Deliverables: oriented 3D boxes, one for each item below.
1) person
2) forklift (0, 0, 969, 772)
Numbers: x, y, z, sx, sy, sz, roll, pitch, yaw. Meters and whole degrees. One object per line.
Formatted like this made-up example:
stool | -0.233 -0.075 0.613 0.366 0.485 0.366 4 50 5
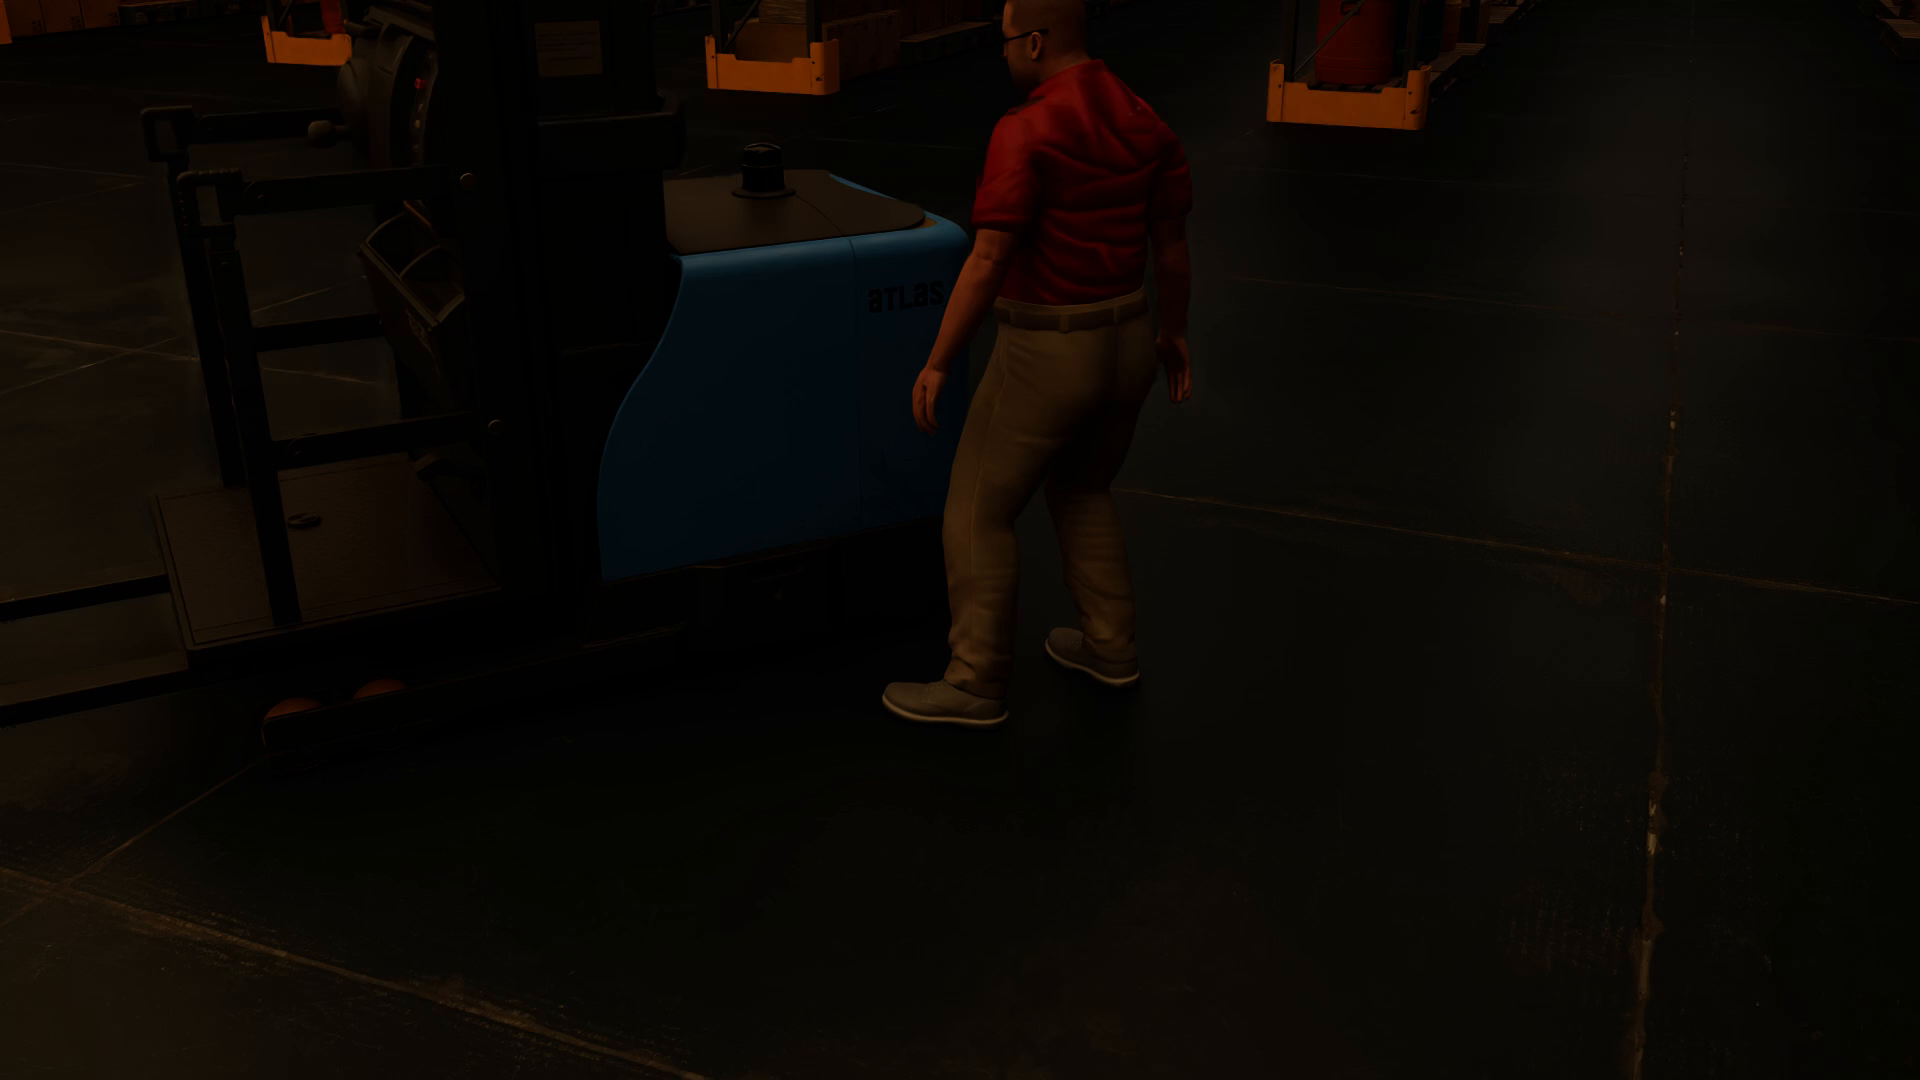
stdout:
person | 0.214 -0.425 3.908 0.818 1.703 0.393 -21 30 -40
forklift | -1.507 -1.054 3.813 3.031 2.935 1.130 -12 25 -26
